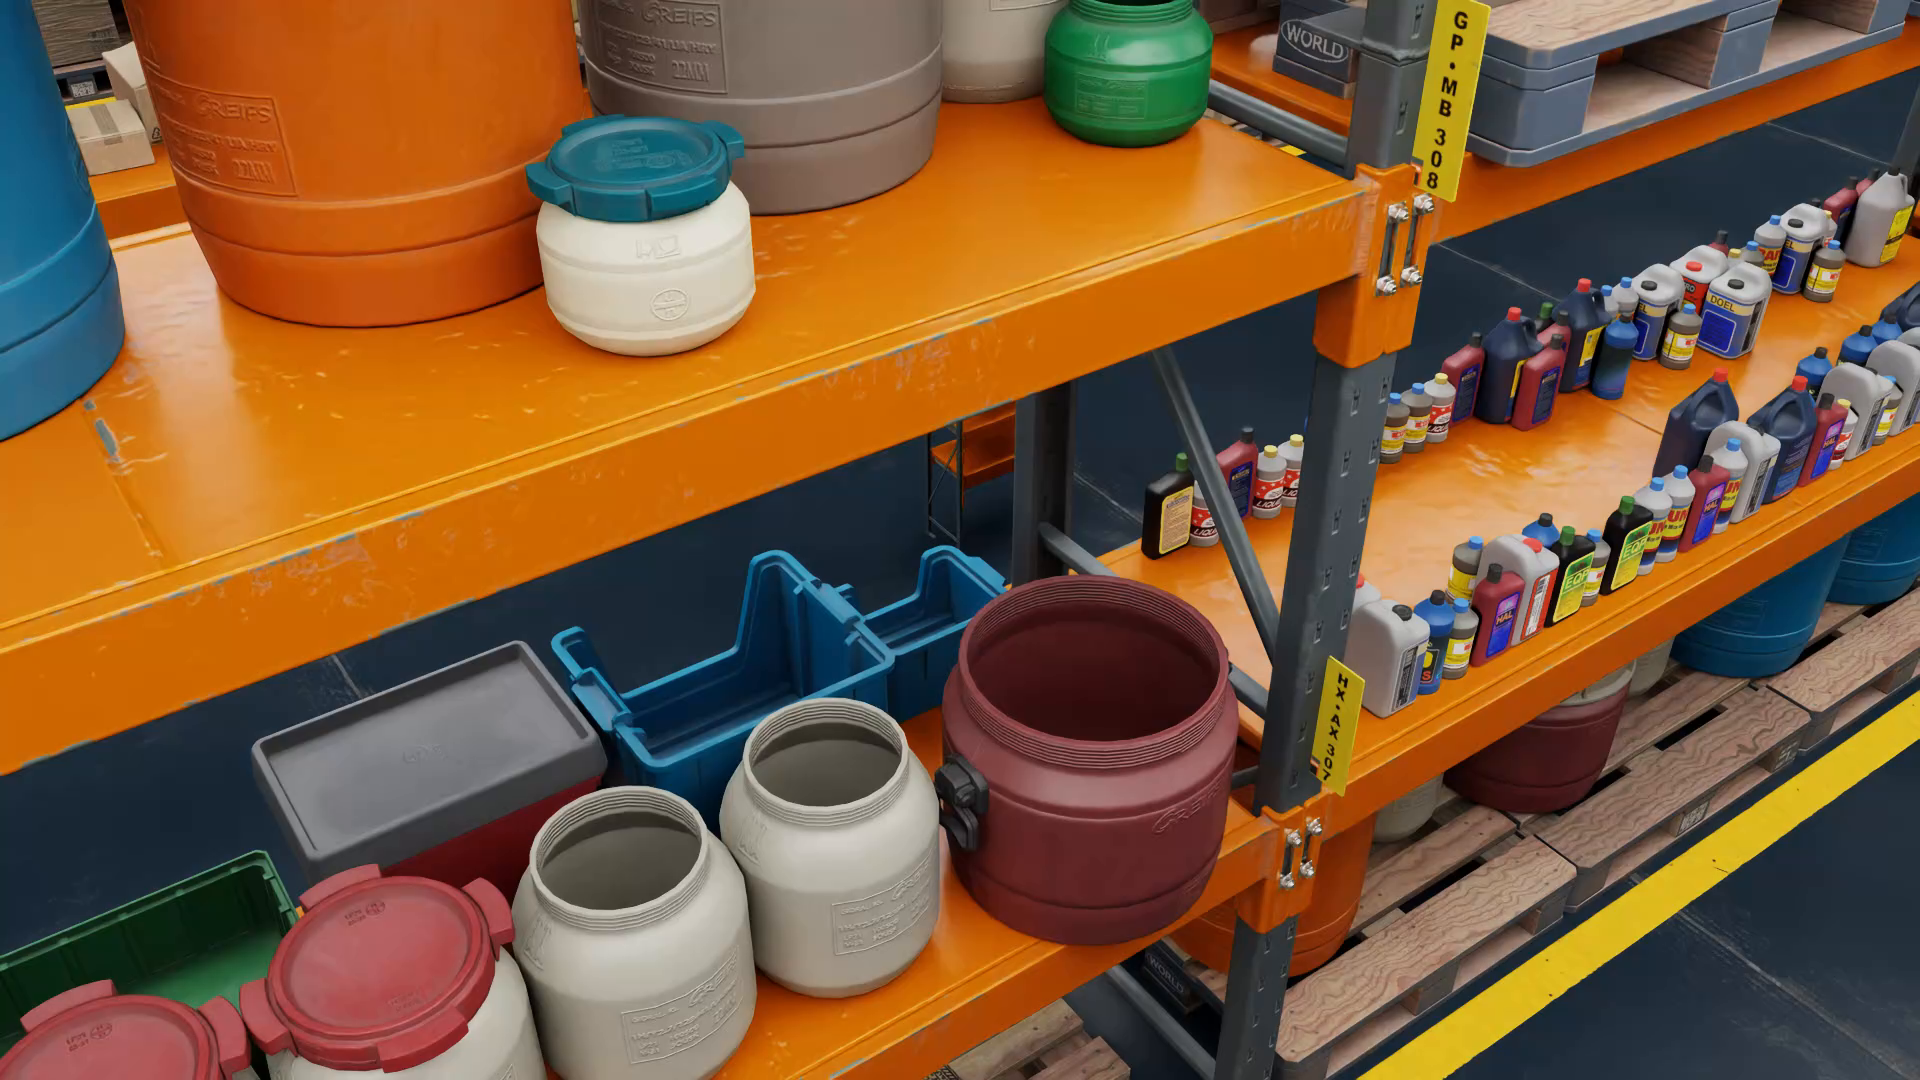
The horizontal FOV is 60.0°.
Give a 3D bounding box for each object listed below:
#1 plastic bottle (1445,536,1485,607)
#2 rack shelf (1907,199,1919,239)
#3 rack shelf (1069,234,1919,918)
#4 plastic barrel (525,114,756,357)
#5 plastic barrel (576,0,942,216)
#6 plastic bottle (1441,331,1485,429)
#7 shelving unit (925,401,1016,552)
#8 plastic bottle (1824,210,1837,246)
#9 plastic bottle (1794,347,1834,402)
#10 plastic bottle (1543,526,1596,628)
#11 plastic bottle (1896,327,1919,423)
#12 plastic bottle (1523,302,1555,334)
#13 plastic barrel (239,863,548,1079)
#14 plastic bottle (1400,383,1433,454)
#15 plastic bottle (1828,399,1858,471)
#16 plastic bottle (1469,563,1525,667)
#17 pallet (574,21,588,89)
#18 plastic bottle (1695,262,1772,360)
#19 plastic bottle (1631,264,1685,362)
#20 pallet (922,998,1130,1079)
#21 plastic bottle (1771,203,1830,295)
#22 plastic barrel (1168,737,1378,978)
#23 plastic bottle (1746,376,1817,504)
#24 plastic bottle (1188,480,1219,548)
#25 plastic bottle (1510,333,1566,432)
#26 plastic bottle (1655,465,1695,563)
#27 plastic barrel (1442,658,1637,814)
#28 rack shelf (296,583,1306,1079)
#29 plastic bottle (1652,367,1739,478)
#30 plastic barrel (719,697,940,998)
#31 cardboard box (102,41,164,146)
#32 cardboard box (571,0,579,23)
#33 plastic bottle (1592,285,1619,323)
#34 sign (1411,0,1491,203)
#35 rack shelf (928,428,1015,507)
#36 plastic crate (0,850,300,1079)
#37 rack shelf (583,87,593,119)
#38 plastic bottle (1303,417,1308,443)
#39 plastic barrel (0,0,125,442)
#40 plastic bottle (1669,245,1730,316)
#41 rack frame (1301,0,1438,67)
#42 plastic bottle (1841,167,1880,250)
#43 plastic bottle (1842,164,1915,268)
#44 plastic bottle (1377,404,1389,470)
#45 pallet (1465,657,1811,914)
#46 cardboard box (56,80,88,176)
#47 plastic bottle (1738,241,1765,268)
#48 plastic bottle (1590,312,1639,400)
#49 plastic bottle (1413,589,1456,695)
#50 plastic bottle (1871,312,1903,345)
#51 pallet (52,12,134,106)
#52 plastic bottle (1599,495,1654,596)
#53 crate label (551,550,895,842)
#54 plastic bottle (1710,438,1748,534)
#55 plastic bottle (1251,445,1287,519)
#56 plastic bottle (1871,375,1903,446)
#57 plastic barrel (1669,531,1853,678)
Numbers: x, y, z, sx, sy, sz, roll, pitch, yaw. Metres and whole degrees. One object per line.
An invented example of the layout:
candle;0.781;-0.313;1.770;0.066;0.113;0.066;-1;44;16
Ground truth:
plastic bottle;1.299;0.081;4.239;0.097;0.201;0.097;0;36;0
rack shelf;5.372;-1.526;6.919;4.000;0.370;1.077;-22;41;-28
rack shelf;2.103;-0.181;5.048;4.000;0.370;1.077;-22;41;-28
plastic barrel;-0.437;-0.422;2.318;0.301;0.262;0.301;0;36;0
plastic barrel;-0.329;-1.049;2.641;0.600;0.901;0.600;0;36;0
plastic bottle;1.487;-0.477;4.944;0.133;0.283;0.061;-22;41;-28
shelving unit;0.135;-0.543;6.477;0.503;1.200;0.258;-22;41;-28
plastic bottle;2.999;-1.053;5.815;0.097;0.201;0.097;0;36;0
plastic bottle;2.504;-0.444;4.908;0.097;0.271;0.097;0;36;0
plastic bottle;1.522;0.077;4.174;0.133;0.283;0.061;-22;41;-28
plastic bottle;2.891;-0.516;5.004;0.135;0.276;0.152;-22;41;-28
plastic bottle;1.747;-0.584;5.093;0.133;0.283;0.061;-22;41;-28
plastic barrel;-0.940;0.881;2.840;0.433;0.535;0.433;0;36;0
plastic bottle;1.324;-0.363;4.856;0.097;0.201;0.097;0;36;0
plastic bottle;2.512;-0.310;4.782;0.097;0.201;0.097;0;36;0
plastic bottle;1.303;0.167;4.048;0.133;0.283;0.061;-22;41;-28
pallet;-1.869;-2.349;7.611;1.003;0.211;1.213;-22;41;-28
plastic bottle;2.470;-0.737;5.312;0.135;0.276;0.152;-22;41;-28
plastic bottle;2.193;-0.732;5.305;0.135;0.276;0.152;-22;41;-28
pallet;-0.188;1.574;4.380;1.213;0.211;1.003;-22;41;-28
plastic bottle;2.840;-0.998;5.675;0.135;0.276;0.152;-22;41;-28
plastic barrel;0.858;0.738;4.654;0.708;0.830;0.600;-22;41;-28
plastic bottle;2.274;-0.290;4.626;0.185;0.351;0.144;-22;41;-28
plastic bottle;0.657;-0.089;4.475;0.097;0.201;0.097;0;36;0
plastic bottle;1.721;-0.470;4.935;0.133;0.283;0.061;-22;41;-28
plastic bottle;1.874;-0.076;4.397;0.097;0.271;0.097;0;36;0
plastic barrel;1.781;0.456;5.253;0.708;0.588;0.600;-22;41;-28
rack shelf;-1.167;1.165;3.178;4.000;0.370;1.077;-22;41;-28
plastic bottle;2.076;-0.317;4.664;0.185;0.351;0.144;-22;41;-28
plastic barrel;-0.250;0.603;3.247;0.421;0.512;0.421;0;36;0
cardboard box;-3.225;-1.921;6.928;0.500;0.311;0.500;-23;42;-28
cardboard box;-1.933;-2.642;7.409;0.700;0.500;0.500;23;41;28
plastic bottle;2.003;-0.671;5.224;0.097;0.271;0.097;0;36;0
sign;0.790;-0.715;2.696;0.005;0.325;0.100;-22;41;-28
rack shelf;0.135;-0.327;6.632;0.480;0.148;0.258;-22;41;-28
plastic crate;-1.541;0.911;3.096;0.662;0.188;0.450;-22;41;-28
rack shelf;-0.748;-2.546;8.337;4.000;0.370;1.077;-22;41;-28
plastic bottle;1.005;-0.261;4.654;0.097;0.271;0.097;0;36;0
plastic barrel;-1.442;-0.590;2.004;0.708;0.901;0.600;-22;41;-28
plastic bottle;2.383;-0.810;5.413;0.135;0.276;0.152;-22;41;-28
rack frame;0.468;-2.235;2.151;0.127;3.000;1.000;-22;41;-28
plastic bottle;3.192;-1.178;5.919;0.133;0.283;0.061;-22;41;-28
plastic bottle;3.230;-1.148;5.819;0.185;0.351;0.144;-22;41;-28
plastic bottle;1.164;-0.326;4.745;0.097;0.271;0.097;0;36;0
pallet;2.085;0.639;5.681;1.213;0.211;1.003;-22;41;-28
cardboard box;-3.745;-1.634;6.367;0.500;0.500;0.500;-25;42;-30
plastic bottle;2.650;-0.909;5.615;0.097;0.201;0.097;0;36;0
plastic bottle;2.006;-0.570;5.083;0.097;0.271;0.097;0;36;0
plastic bottle;1.118;0.235;3.964;0.097;0.271;0.097;0;36;0
plastic bottle;2.803;-0.567;5.080;0.097;0.271;0.097;0;36;0
pallet;-5.879;-3.134;10.927;1.213;0.211;1.003;-22;41;-28
plastic bottle;1.710;0.000;4.281;0.133;0.283;0.061;-22;41;-28
crate label;-0.500;0.391;3.607;0.616;0.435;0.502;-22;41;-28
plastic bottle;2.062;-0.153;4.504;0.097;0.271;0.097;0;36;0
plastic bottle;0.846;-0.167;4.583;0.097;0.201;0.097;0;36;0
plastic bottle;2.702;-0.388;4.891;0.097;0.201;0.097;0;36;0
plastic barrel;2.704;-0.051;5.689;0.708;0.901;0.600;-22;41;-28
